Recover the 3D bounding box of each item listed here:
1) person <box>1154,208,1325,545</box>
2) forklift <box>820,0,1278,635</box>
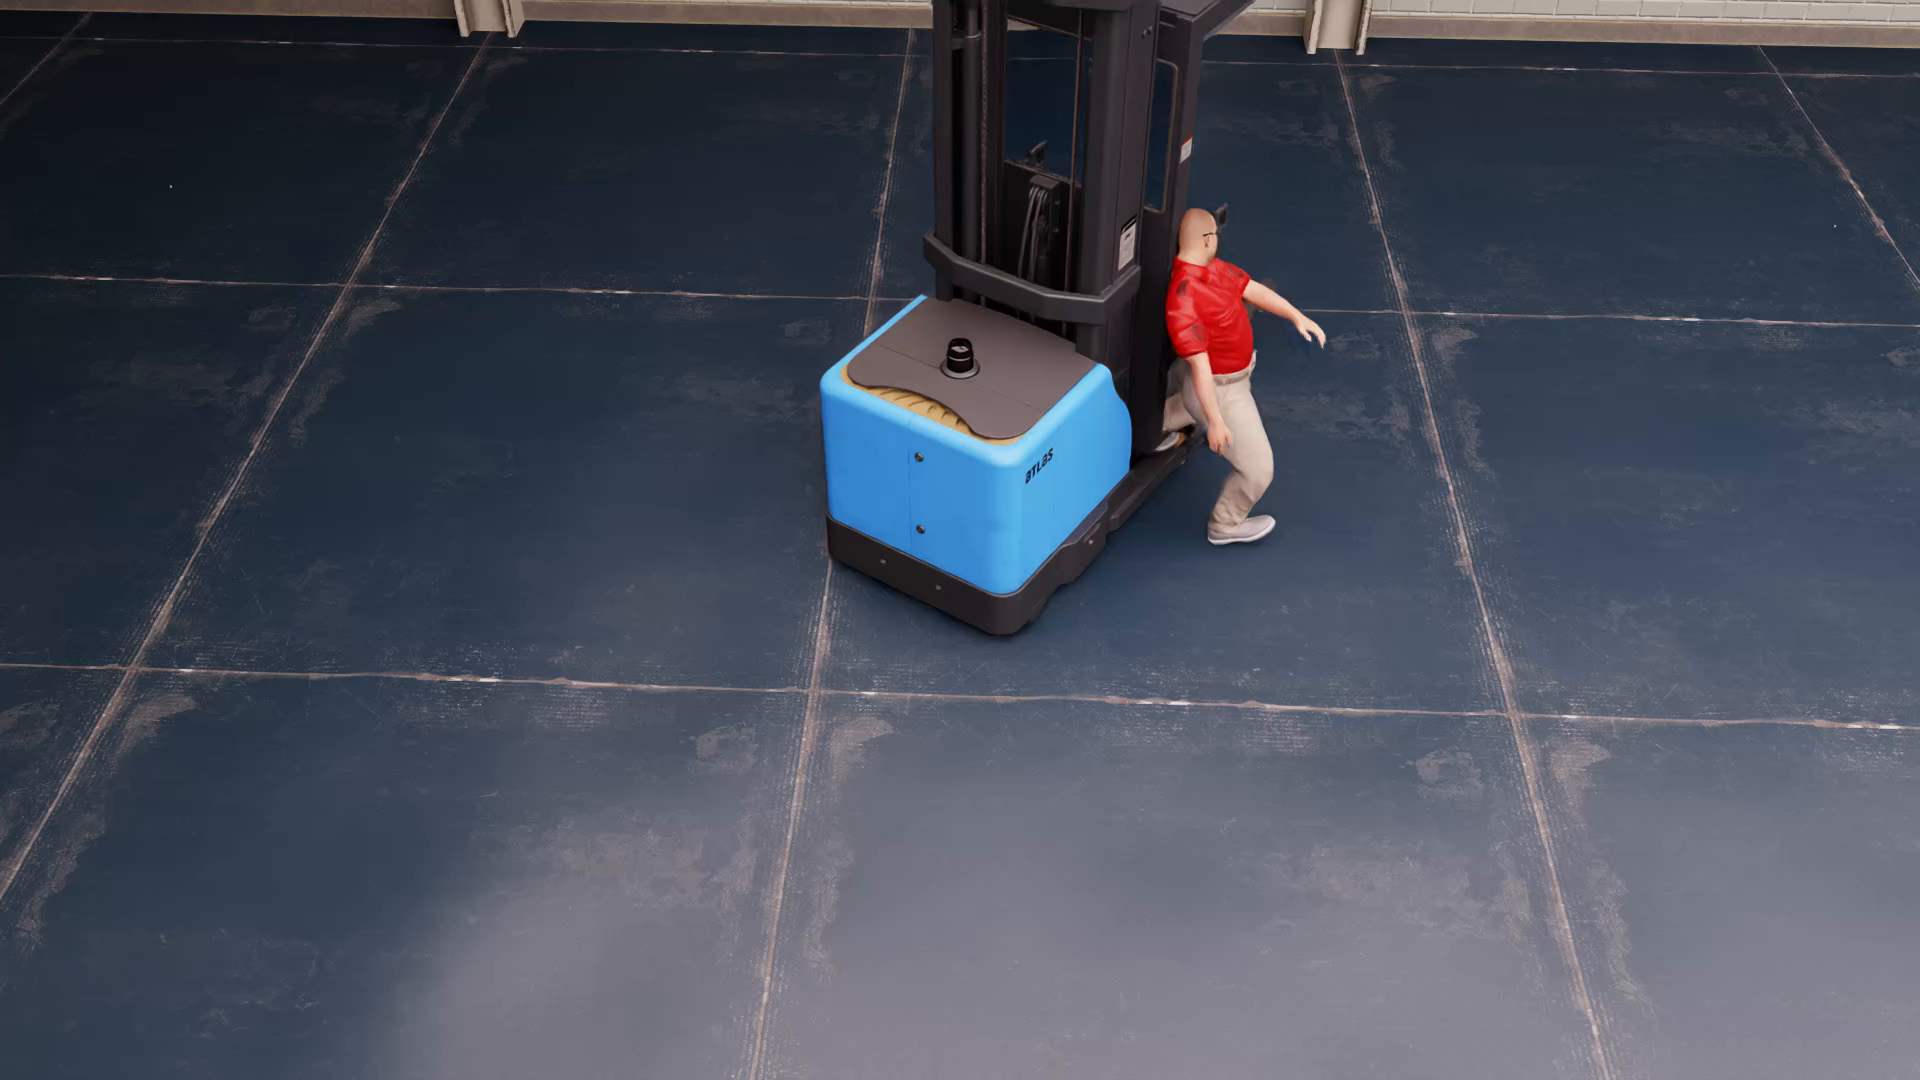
[{"bbox_3d":[1.172,-0.701,7.511,0.851,1.596,0.838,0,42,0],"label":"person"},{"bbox_3d":[0.626,-1.623,7.520,1.130,2.935,3.031,25,48,24],"label":"forklift"}]
